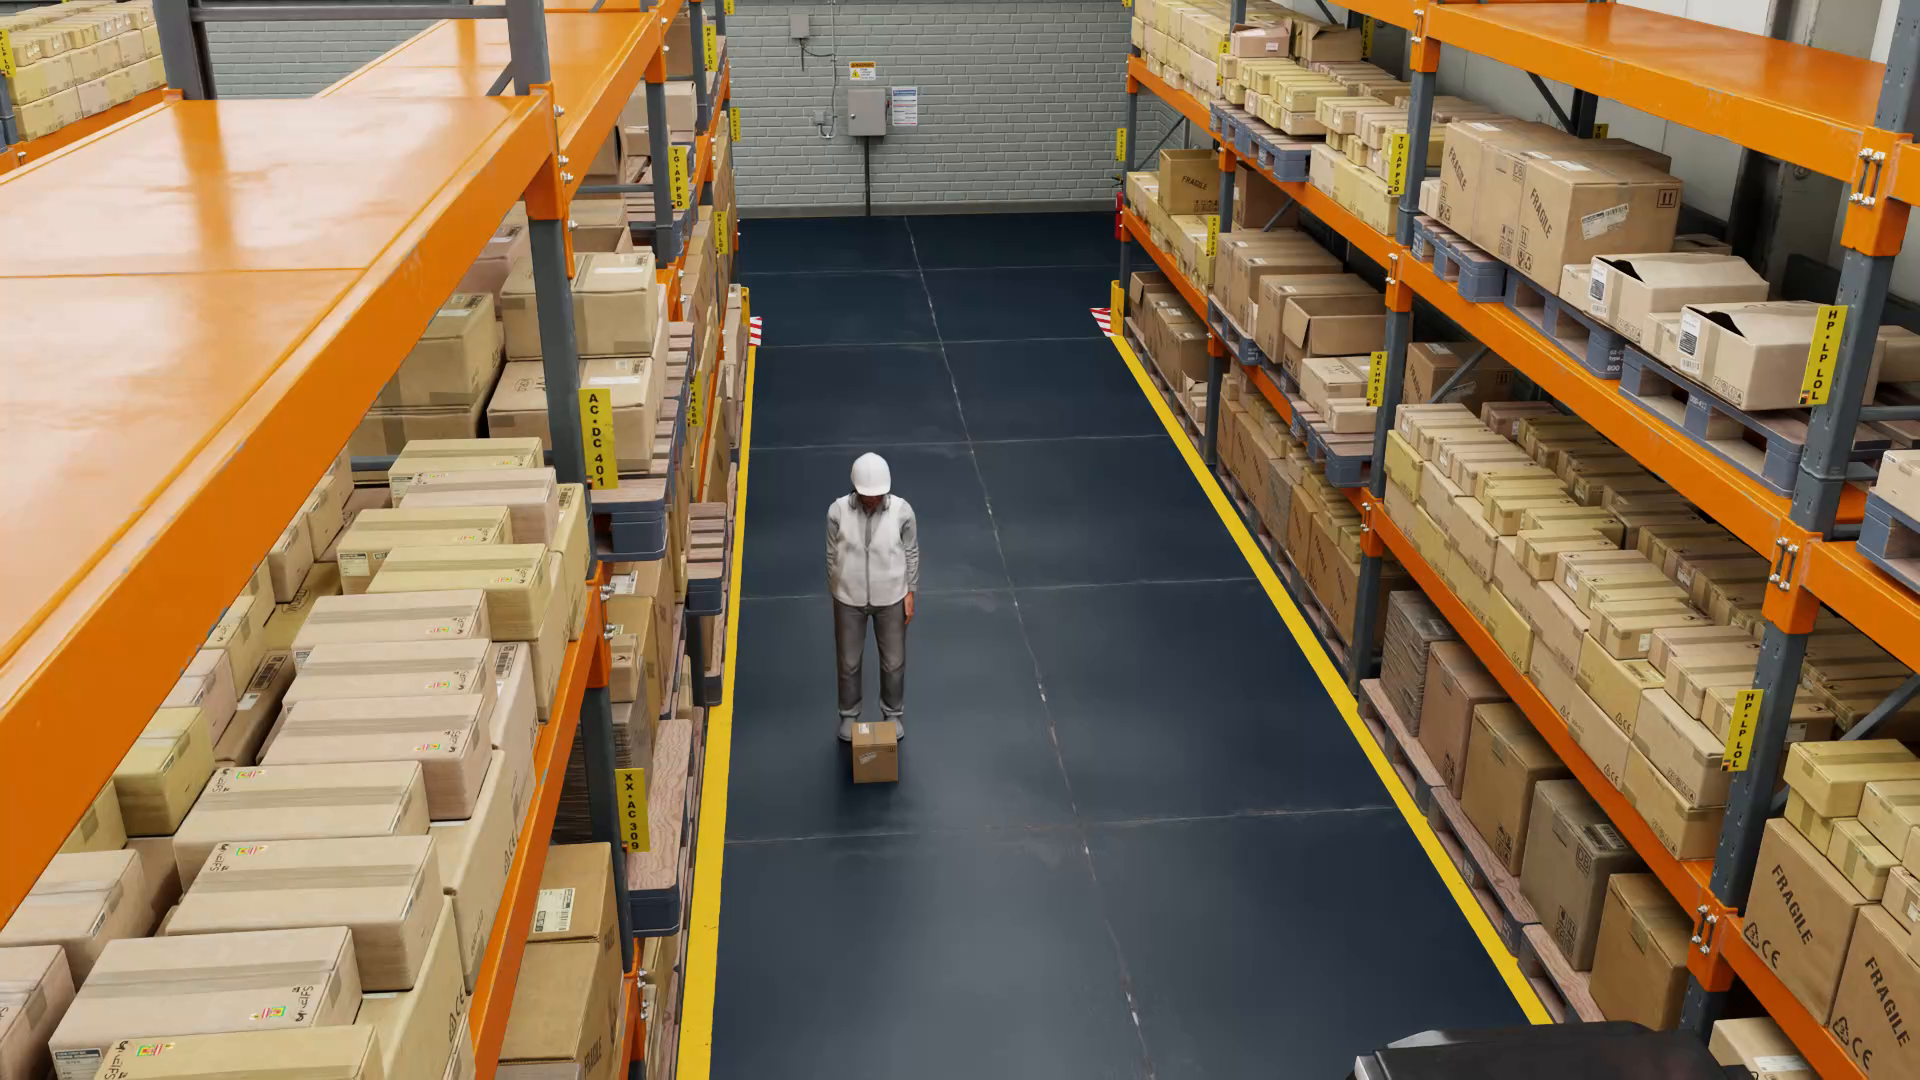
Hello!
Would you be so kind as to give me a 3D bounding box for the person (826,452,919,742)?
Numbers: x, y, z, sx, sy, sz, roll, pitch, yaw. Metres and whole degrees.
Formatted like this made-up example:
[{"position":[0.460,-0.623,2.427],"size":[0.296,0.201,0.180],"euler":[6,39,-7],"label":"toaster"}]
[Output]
[{"position":[-0.498,0.321,9.575],"size":[0.535,1.763,0.363],"euler":[-1,24,-2],"label":"person"}]
